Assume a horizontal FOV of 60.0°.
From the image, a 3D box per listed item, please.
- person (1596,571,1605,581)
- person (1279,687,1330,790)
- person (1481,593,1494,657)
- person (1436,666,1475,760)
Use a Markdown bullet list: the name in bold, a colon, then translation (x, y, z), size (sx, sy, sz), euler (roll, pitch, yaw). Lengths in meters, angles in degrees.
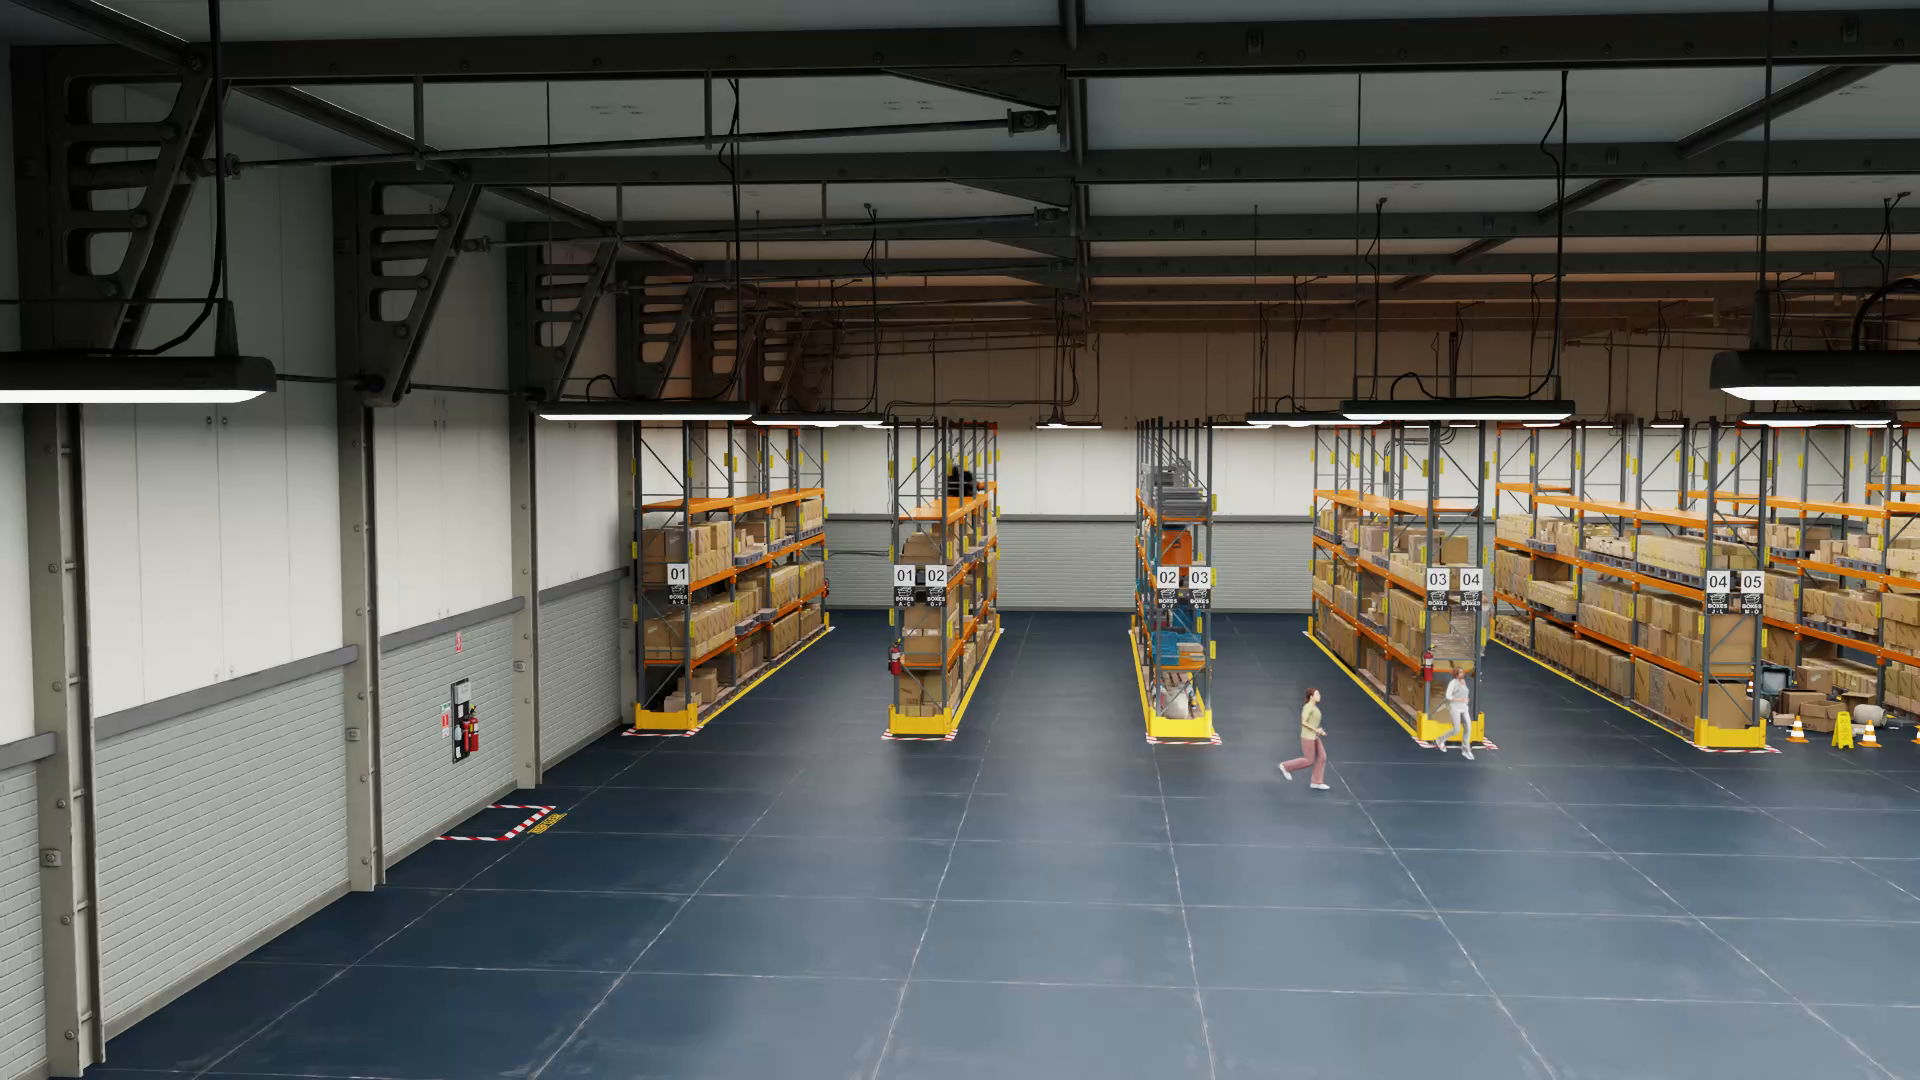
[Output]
- **person**: translation (18.318, 1.760, 47.399), size (0.934, 1.777, 0.719), euler (1, 4, 10)
- **person**: translation (5.540, 3.166, 26.669), size (0.801, 1.637, 0.569), euler (2, 4, 23)
- **person**: translation (13.254, 2.155, 42.086), size (0.552, 1.622, 0.546), euler (0, 4, -1)
- **person**: translation (8.724, 3.024, 29.246), size (0.545, 1.619, 0.727), euler (-3, 5, -36)
